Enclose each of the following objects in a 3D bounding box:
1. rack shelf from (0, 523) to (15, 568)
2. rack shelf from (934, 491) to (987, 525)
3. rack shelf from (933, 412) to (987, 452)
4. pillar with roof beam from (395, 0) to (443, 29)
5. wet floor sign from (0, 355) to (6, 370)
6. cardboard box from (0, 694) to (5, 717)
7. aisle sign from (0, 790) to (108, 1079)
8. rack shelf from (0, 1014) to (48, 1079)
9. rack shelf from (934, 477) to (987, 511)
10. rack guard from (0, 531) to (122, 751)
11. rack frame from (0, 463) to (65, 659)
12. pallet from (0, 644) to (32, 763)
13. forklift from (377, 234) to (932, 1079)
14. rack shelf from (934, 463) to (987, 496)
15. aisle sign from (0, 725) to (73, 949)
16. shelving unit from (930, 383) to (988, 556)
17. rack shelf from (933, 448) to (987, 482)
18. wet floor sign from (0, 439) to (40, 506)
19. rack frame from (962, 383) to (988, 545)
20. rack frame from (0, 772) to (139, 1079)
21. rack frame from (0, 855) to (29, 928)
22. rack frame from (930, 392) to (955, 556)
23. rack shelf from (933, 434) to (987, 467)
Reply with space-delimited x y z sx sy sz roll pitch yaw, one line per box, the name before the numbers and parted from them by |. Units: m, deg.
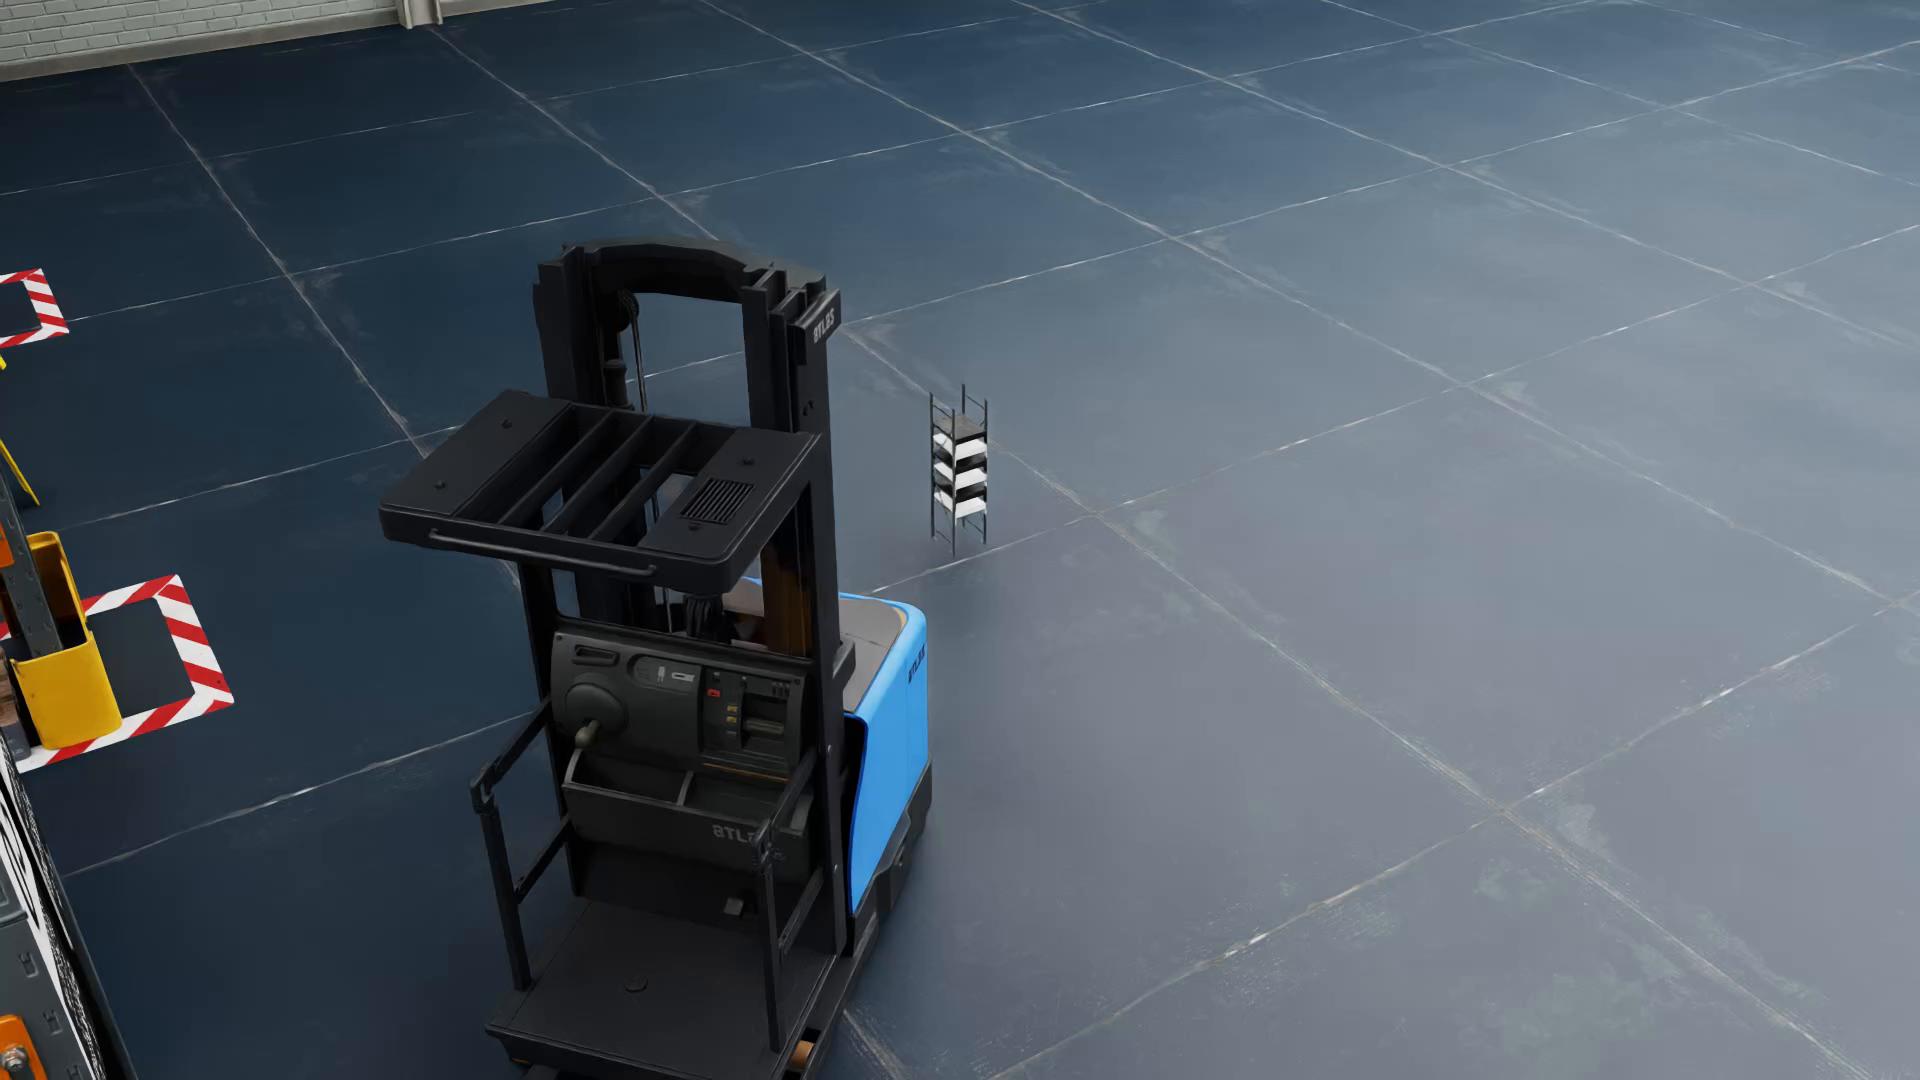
rack shelf | -6.100 0.298 6.640 4.000 0.370 1.077 -19 37 -27
rack shelf | -0.007 -0.198 9.120 0.200 0.077 0.258 -19 37 -27
rack shelf | -0.007 -0.578 8.880 0.200 0.077 0.258 -19 37 -27
pillar with roof beam | -3.577 -7.544 12.775 0.400 9.000 9.100 -19 37 -27
wet floor sign | -6.447 -1.354 10.792 0.232 0.644 0.267 -7 33 -11
cardboard box | -4.954 0.362 7.462 0.875 0.875 0.875 -19 37 -27
aisle sign | -1.602 0.686 2.914 0.004 0.787 0.394 -19 37 -27
rack shelf | -3.498 1.283 2.268 4.000 0.370 1.077 -19 37 -27
rack shelf | -0.007 -0.274 9.072 0.200 0.077 0.258 -19 37 -27
rack guard | -4.399 0.466 8.043 0.348 0.500 1.175 -19 37 -27
rack frame | -4.419 -0.584 7.365 0.127 3.000 1.000 -19 37 -27
pallet | -5.049 0.861 7.687 1.213 0.211 1.003 -19 37 -27
forklift | -1.031 0.618 5.524 1.130 2.935 3.031 9 33 14
rack shelf | -0.007 -0.350 9.024 0.200 0.077 0.258 -19 37 -27
aisle sign | -1.927 0.417 3.341 0.004 0.787 0.394 -19 37 -27
shelving unit | -0.007 -0.378 9.006 0.210 0.900 0.258 -19 37 -27
rack shelf | -0.007 -0.426 8.976 0.200 0.077 0.258 -19 37 -27
wet floor sign | -5.468 -0.485 9.414 0.232 0.644 0.267 -26 41 -35
rack frame | 0.079 -0.408 9.053 0.006 0.900 0.240 -19 37 -27
rack frame | -1.817 1.669 3.793 0.127 3.000 1.000 -19 37 -27
rack frame | -1.817 -0.868 2.192 0.127 3.000 1.000 -19 37 -27
rack frame | -0.092 -0.349 8.960 0.006 0.900 0.240 -19 37 -27
rack shelf | -0.007 -0.502 8.928 0.200 0.077 0.258 -19 37 -27
